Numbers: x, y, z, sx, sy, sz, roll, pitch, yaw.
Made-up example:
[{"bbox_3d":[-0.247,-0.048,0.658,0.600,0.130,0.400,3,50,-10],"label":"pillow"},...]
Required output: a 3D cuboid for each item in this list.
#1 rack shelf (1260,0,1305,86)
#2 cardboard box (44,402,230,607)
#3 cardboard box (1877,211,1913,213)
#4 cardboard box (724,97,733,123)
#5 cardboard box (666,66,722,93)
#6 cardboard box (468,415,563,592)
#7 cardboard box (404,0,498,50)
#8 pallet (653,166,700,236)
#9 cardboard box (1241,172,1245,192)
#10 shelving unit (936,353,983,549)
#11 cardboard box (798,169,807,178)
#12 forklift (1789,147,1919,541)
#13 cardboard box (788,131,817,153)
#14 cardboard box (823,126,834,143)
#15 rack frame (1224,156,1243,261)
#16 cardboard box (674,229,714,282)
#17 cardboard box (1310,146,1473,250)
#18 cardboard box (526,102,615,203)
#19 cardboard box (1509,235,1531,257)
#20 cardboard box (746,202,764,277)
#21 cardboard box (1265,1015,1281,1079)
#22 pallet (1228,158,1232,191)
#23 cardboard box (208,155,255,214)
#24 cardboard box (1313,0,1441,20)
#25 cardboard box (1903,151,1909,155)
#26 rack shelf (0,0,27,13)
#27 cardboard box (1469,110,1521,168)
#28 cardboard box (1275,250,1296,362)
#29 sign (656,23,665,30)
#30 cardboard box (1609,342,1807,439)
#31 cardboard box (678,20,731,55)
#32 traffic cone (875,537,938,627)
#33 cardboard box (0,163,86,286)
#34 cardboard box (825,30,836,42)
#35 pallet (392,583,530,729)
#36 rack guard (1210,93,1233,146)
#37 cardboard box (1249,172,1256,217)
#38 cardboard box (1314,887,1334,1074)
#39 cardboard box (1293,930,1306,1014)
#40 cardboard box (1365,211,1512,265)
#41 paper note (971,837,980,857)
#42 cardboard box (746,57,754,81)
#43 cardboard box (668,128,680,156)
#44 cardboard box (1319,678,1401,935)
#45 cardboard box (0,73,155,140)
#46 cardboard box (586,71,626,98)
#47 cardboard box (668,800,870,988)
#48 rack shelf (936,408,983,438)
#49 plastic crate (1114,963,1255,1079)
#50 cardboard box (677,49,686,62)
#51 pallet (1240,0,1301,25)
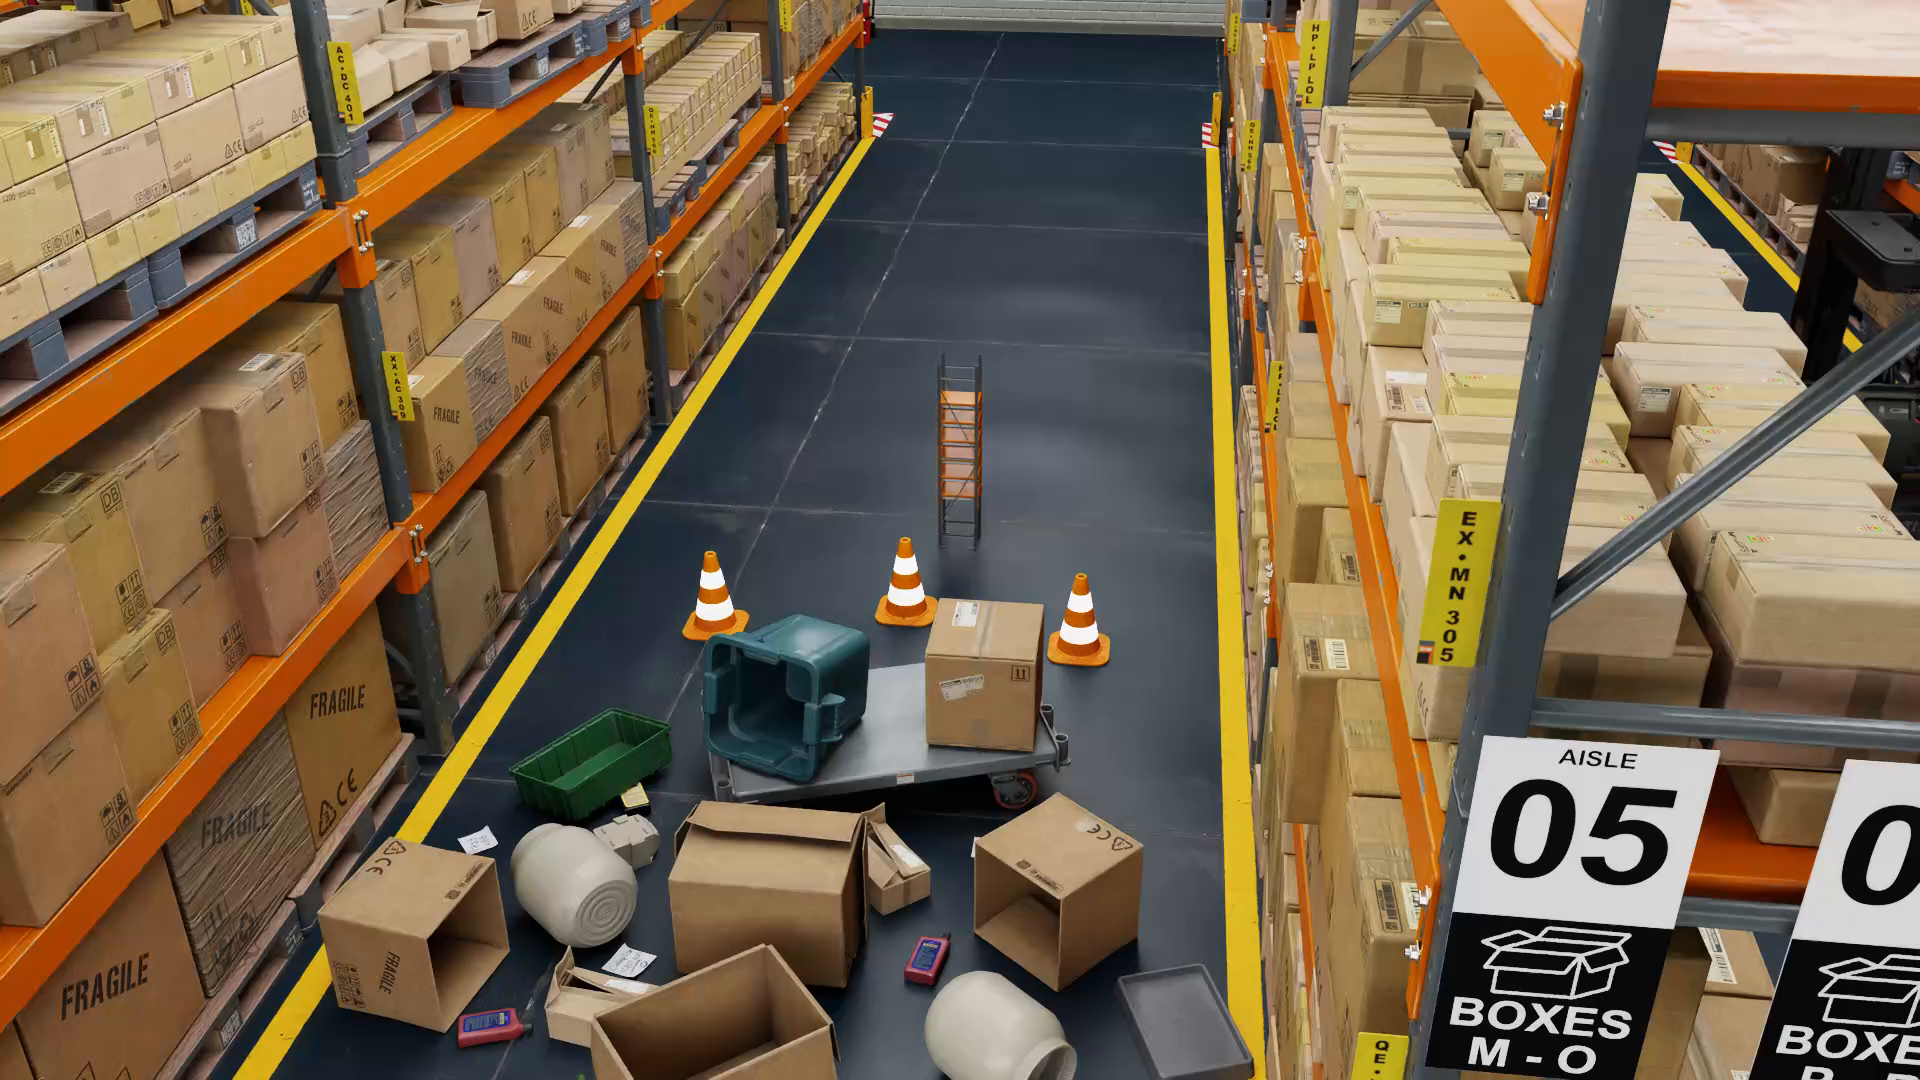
[{"bbox_3d":[2.626,-3.882,11.889,1.077,0.370,4.000,3,28,6],"label":"rack shelf"},{"bbox_3d":[-3.268,-0.152,6.073,0.875,0.550,0.550,3,28,6],"label":"cardboard box"},{"bbox_3d":[7.533,-2.615,13.450,0.380,0.149,0.250,3,28,5],"label":"cardboard box"},{"bbox_3d":[-2.029,-3.447,13.308,0.380,0.149,0.250,2,28,4],"label":"cardboard box"},{"bbox_3d":[-2.070,-3.582,12.932,0.380,0.149,0.250,2,28,4],"label":"cardboard box"},{"bbox_3d":[-2.926,-0.240,9.462,1.050,0.750,0.750,3,28,6],"label":"cardboard box"},{"bbox_3d":[-2.595,-2.653,8.442,0.396,0.266,0.258,3,28,6],"label":"cardboard box"},{"bbox_3d":[-2.563,-2.434,11.808,1.213,0.211,1.003,3,28,6],"label":"pallet"},{"bbox_3d":[2.310,-2.601,12.074,0.500,0.250,0.500,3,28,6],"label":"cardboard box"},{"bbox_3d":[-0.002,-0.521,9.953,0.258,1.200,0.189,3,28,6],"label":"shelving unit"},{"bbox_3d":[-1.698,-3.510,16.166,0.380,0.149,0.250,3,28,5],"label":"cardboard box"},{"bbox_3d":[4.623,-0.498,8.084,1.130,2.935,3.031,3,28,5],"label":"forklift"},{"bbox_3d":[-1.610,-3.889,16.242,0.380,0.149,0.250,4,29,7],"label":"cardboard box"},{"bbox_3d":[-1.508,-4.130,17.002,0.380,0.149,0.250,5,29,9],"label":"cardboard box"},{"bbox_3d":[2.871,-3.820,14.178,1.000,3.000,0.127,3,28,6],"label":"rack frame"},{"bbox_3d":[-2.157,-2.141,12.463,0.500,0.250,0.500,3,28,6],"label":"cardboard box"},{"bbox_3d":[1.565,-1.248,6.086,0.500,0.250,0.500,3,28,5],"label":"cardboard box"},{"bbox_3d":[-2.609,-2.450,10.476,0.700,0.500,0.500,3,28,6],"label":"cardboard box"},{"bbox_3d":[1.966,-0.739,5.141,0.500,0.250,0.500,3,28,5],"label":"cardboard box"},{"bbox_3d":[-1.958,-2.540,13.994,0.500,0.500,0.500,3,28,5],"label":"cardboard box"},{"bbox_3d":[1.363,1.968,5.890,0.500,0.250,0.500,2,28,4],"label":"cardboard box"},{"bbox_3d":[3.189,-3.521,16.564,1.003,0.211,1.213,3,28,6],"label":"pallet"},{"bbox_3d":[-2.822,-1.303,6.059,0.380,0.149,0.250,4,29,7],"label":"cardboard box"},{"bbox_3d":[2.222,-2.583,8.611,0.797,0.503,0.637,3,28,6],"label":"cardboard box"},{"bbox_3d":[7.247,-3.027,12.405,0.396,0.266,0.258,5,29,9],"label":"cardboard box"},{"bbox_3d":[-11.635,-5.308,17.699,1.077,0.370,4.000,3,28,6],"label":"rack shelf"},{"bbox_3d":[2.069,-1.453,6.046,0.380,0.149,0.250,4,29,7],"label":"cardboard box"},{"bbox_3d":[1.848,-1.121,8.306,0.500,0.500,0.500,4,29,8],"label":"cardboard box"},{"bbox_3d":[-2.594,-4.469,14.470,0.100,0.325,0.005,3,28,6],"label":"sign"},{"bbox_3d":[1.794,-0.357,4.012,0.380,0.149,0.250,3,28,6],"label":"cardboard box"},{"bbox_3d":[-2.275,-4.479,14.982,0.500,0.500,0.500,3,28,6],"label":"cardboard box"},{"bbox_3d":[-0.304,0.203,9.385,0.336,0.463,0.334,3,28,6],"label":"traffic cone"},{"bbox_3d":[-3.026,-0.951,4.985,0.500,0.250,0.500,3,28,6],"label":"cardboard box"},{"bbox_3d":[-1.477,-5.185,16.976,0.380,0.149,0.250,2,28,4],"label":"cardboard box"},{"bbox_3d":[-3.015,0.566,8.977,1.003,0.211,1.213,3,28,6],"label":"pallet"},{"bbox_3d":[3.364,-4.613,18.286,1.175,0.500,0.348,3,28,6],"label":"rack guard"},{"bbox_3d":[2.188,-2.334,11.050,0.500,0.250,0.500,3,28,6],"label":"cardboard box"},{"bbox_3d":[1.260,1.147,4.539,0.500,0.500,0.500,3,29,6],"label":"cardboard box"},{"bbox_3d":[1.286,1.428,5.419,0.380,0.149,0.250,5,29,8],"label":"cardboard box"},{"bbox_3d":[1.423,-0.869,4.963,0.380,0.149,0.250,3,28,5],"label":"cardboard box"},{"bbox_3d":[0.133,1.403,7.613,0.148,0.019,0.142,3,28,6],"label":"paper note"},{"bbox_3d":[-1.938,-3.942,13.913,0.380,0.149,0.250,4,29,7],"label":"cardboard box"},{"bbox_3d":[-2.225,-2.852,11.889,0.380,0.149,0.250,2,28,5],"label":"cardboard box"},{"bbox_3d":[1.316,0.723,4.273,0.700,0.500,0.500,4,29,7],"label":"cardboard box"},{"bbox_3d":[-2.886,-1.416,5.430,0.380,0.149,0.250,3,29,6],"label":"cardboard box"},{"bbox_3d":[-2.746,-3.502,12.782,0.380,0.149,0.250,4,29,8],"label":"cardboard box"},{"bbox_3d":[-0.790,1.454,6.878,0.797,0.637,0.503,3,28,6],"label":"cardboard box"},{"bbox_3d":[-0.002,-0.694,9.860,0.258,0.103,0.180,3,28,6],"label":"rack shelf"},{"bbox_3d":[0.885,1.923,6.597,0.402,0.080,0.583,-6,29,-11],"label":"plastic crate"},{"bbox_3d":[-2.559,-4.106,14.218,0.380,0.149,0.250,4,29,7],"label":"cardboard box"},{"bbox_3d":[2.407,-3.480,10.584,1.213,0.211,1.003,5,29,9],"label":"pallet"}]
